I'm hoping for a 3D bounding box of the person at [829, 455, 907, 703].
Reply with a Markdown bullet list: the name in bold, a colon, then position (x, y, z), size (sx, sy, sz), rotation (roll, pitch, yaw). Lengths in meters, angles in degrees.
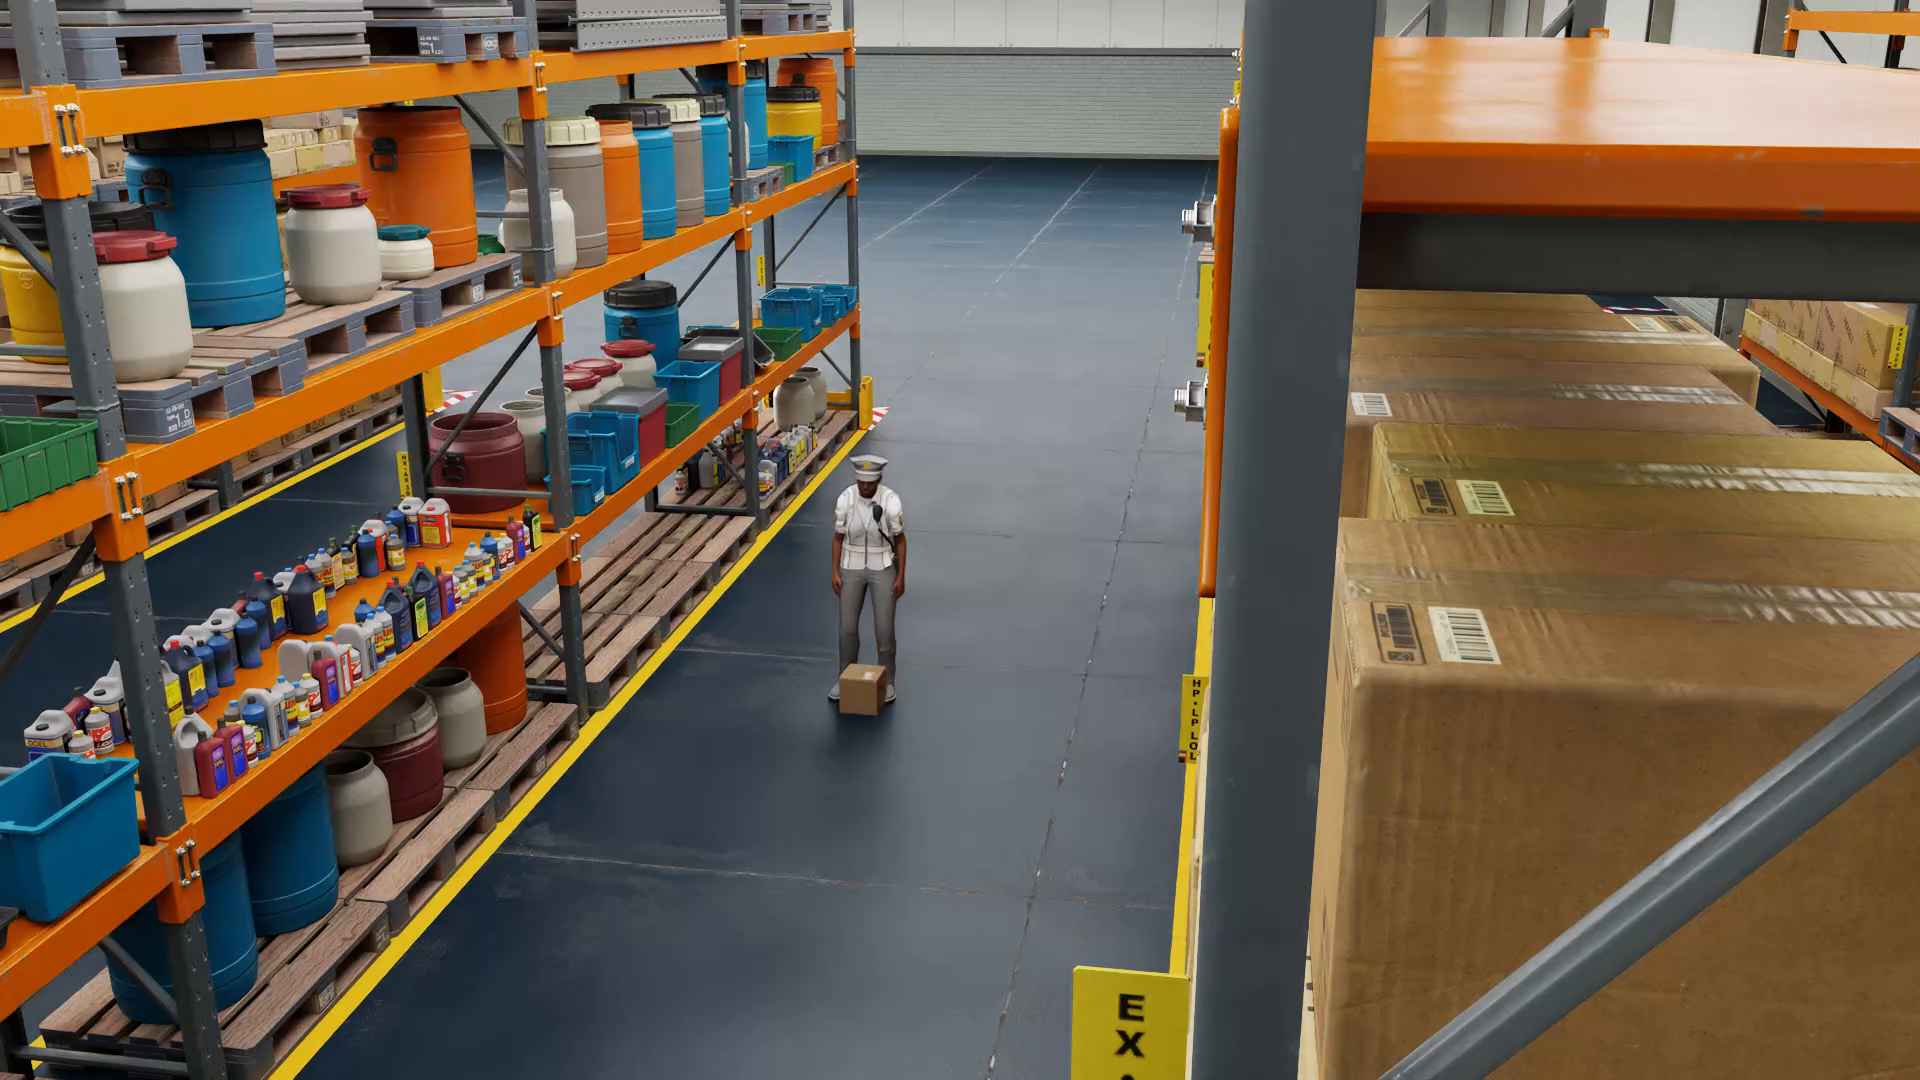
- **person**: position (-0.604, 0.234, 10.841), size (0.512, 1.656, 0.394), rotation (2, 18, 7)
